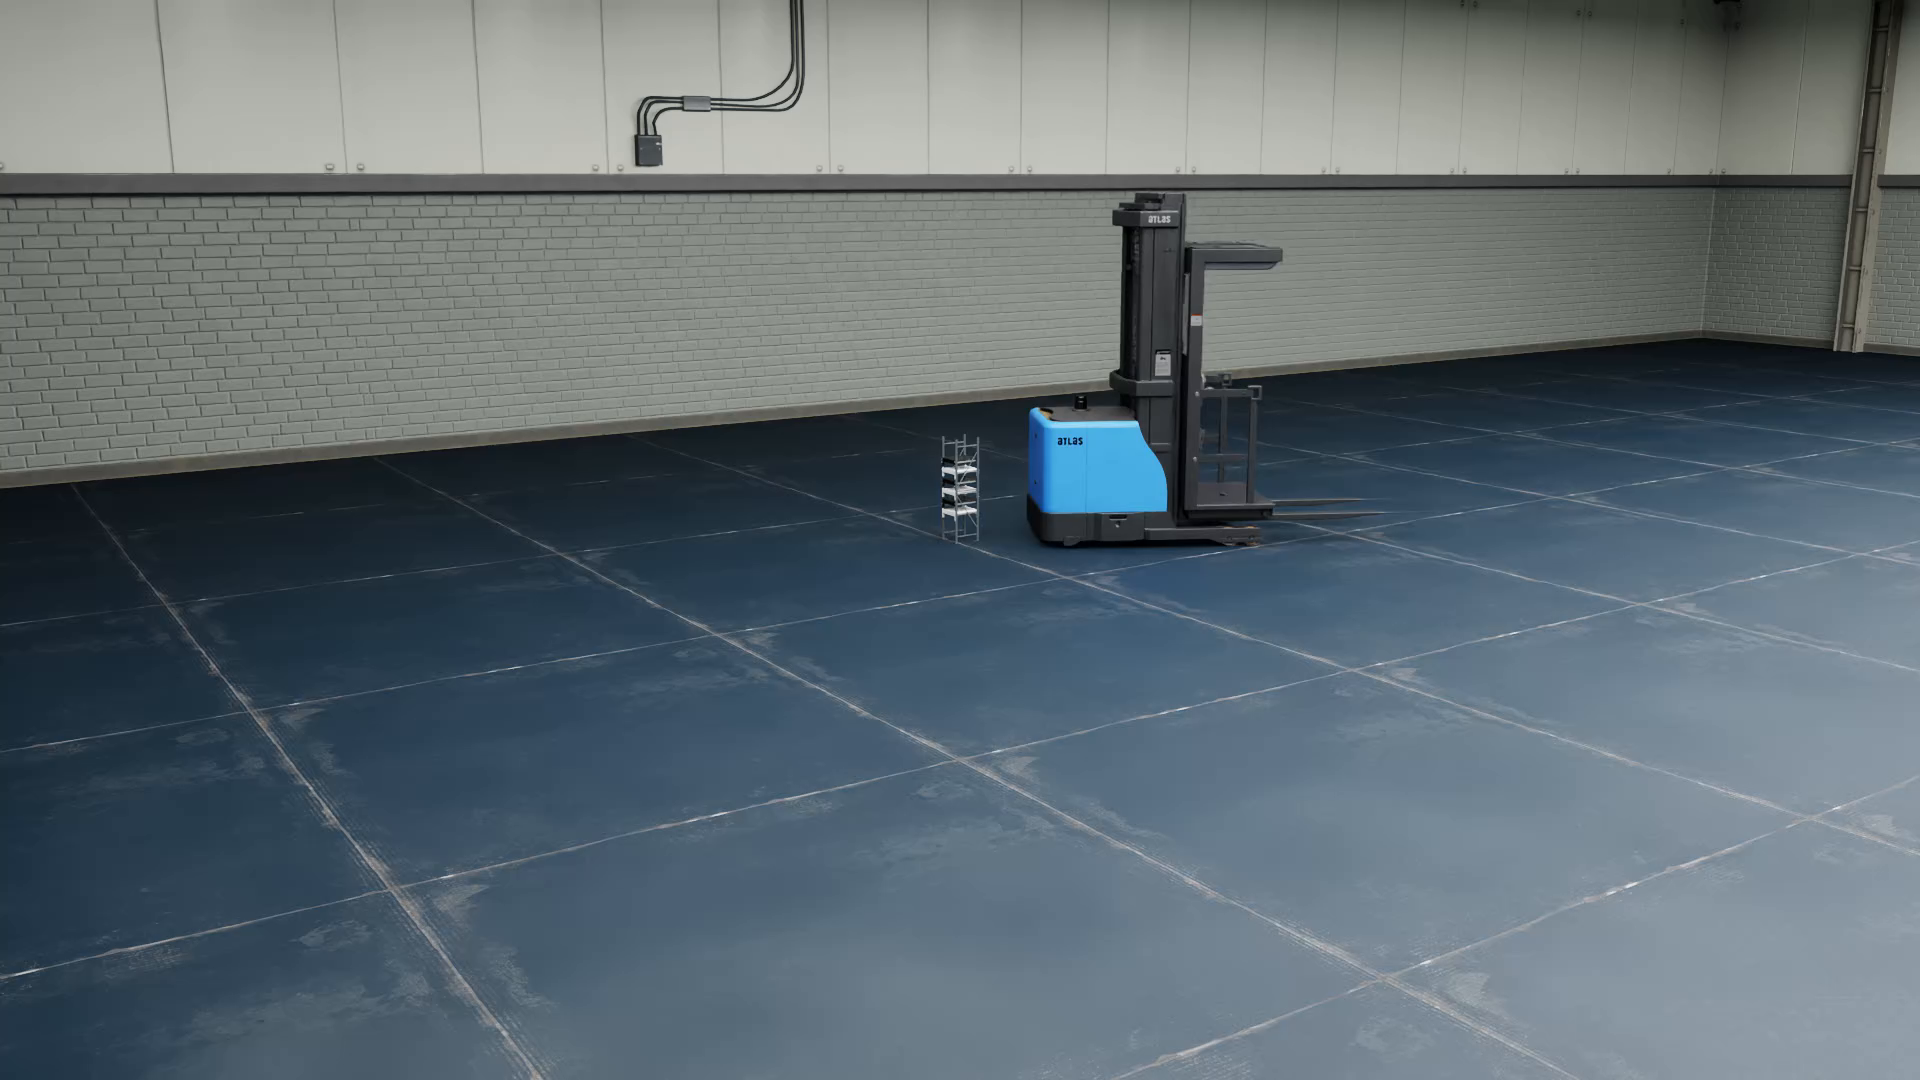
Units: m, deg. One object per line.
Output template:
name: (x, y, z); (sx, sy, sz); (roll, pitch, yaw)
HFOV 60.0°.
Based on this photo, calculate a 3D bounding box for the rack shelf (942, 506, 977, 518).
rack shelf: (0.004, -0.230, 14.305); (0.258, 0.077, 0.200); (-8, 15, -33)

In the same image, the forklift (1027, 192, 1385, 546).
forklift: (2.147, -1.489, 14.312); (3.031, 2.935, 1.130); (-1, 12, -5)

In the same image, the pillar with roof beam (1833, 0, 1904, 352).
pillar with roof beam: (12.387, -7.284, 26.607); (9.100, 9.000, 0.548); (-8, 15, -33)

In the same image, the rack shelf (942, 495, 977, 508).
rack shelf: (0.004, -0.318, 14.285); (0.258, 0.077, 0.200); (-8, 15, -33)

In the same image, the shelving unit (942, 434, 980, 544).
shelving unit: (0.004, -0.438, 14.259); (0.258, 0.900, 0.210); (-8, 15, -33)

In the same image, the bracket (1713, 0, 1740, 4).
bracket: (14.132, -10.005, 30.625); (0.235, 0.232, 0.430); (-8, 15, -33)

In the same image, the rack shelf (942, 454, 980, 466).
rack shelf: (0.004, -0.669, 14.208); (0.258, 0.077, 0.200); (-8, 15, -33)

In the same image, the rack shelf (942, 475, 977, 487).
rack shelf: (0.004, -0.494, 14.247); (0.258, 0.077, 0.200); (-8, 15, -33)

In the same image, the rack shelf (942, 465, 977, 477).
rack shelf: (0.004, -0.581, 14.228); (0.258, 0.077, 0.200); (-8, 15, -33)

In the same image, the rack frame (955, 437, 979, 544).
rack frame: (0.061, -0.420, 14.176); (0.240, 0.900, 0.006); (-8, 15, -33)

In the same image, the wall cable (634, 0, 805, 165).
wall cable: (-2.872, -7.528, 19.761); (2.305, 6.003, 0.169); (-8, 15, -33)

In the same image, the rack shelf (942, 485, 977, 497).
rack shelf: (0.004, -0.406, 14.266); (0.258, 0.077, 0.200); (-8, 15, -33)

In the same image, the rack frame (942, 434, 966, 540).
rack frame: (-0.052, -0.456, 14.342); (0.240, 0.900, 0.006); (-8, 15, -33)
